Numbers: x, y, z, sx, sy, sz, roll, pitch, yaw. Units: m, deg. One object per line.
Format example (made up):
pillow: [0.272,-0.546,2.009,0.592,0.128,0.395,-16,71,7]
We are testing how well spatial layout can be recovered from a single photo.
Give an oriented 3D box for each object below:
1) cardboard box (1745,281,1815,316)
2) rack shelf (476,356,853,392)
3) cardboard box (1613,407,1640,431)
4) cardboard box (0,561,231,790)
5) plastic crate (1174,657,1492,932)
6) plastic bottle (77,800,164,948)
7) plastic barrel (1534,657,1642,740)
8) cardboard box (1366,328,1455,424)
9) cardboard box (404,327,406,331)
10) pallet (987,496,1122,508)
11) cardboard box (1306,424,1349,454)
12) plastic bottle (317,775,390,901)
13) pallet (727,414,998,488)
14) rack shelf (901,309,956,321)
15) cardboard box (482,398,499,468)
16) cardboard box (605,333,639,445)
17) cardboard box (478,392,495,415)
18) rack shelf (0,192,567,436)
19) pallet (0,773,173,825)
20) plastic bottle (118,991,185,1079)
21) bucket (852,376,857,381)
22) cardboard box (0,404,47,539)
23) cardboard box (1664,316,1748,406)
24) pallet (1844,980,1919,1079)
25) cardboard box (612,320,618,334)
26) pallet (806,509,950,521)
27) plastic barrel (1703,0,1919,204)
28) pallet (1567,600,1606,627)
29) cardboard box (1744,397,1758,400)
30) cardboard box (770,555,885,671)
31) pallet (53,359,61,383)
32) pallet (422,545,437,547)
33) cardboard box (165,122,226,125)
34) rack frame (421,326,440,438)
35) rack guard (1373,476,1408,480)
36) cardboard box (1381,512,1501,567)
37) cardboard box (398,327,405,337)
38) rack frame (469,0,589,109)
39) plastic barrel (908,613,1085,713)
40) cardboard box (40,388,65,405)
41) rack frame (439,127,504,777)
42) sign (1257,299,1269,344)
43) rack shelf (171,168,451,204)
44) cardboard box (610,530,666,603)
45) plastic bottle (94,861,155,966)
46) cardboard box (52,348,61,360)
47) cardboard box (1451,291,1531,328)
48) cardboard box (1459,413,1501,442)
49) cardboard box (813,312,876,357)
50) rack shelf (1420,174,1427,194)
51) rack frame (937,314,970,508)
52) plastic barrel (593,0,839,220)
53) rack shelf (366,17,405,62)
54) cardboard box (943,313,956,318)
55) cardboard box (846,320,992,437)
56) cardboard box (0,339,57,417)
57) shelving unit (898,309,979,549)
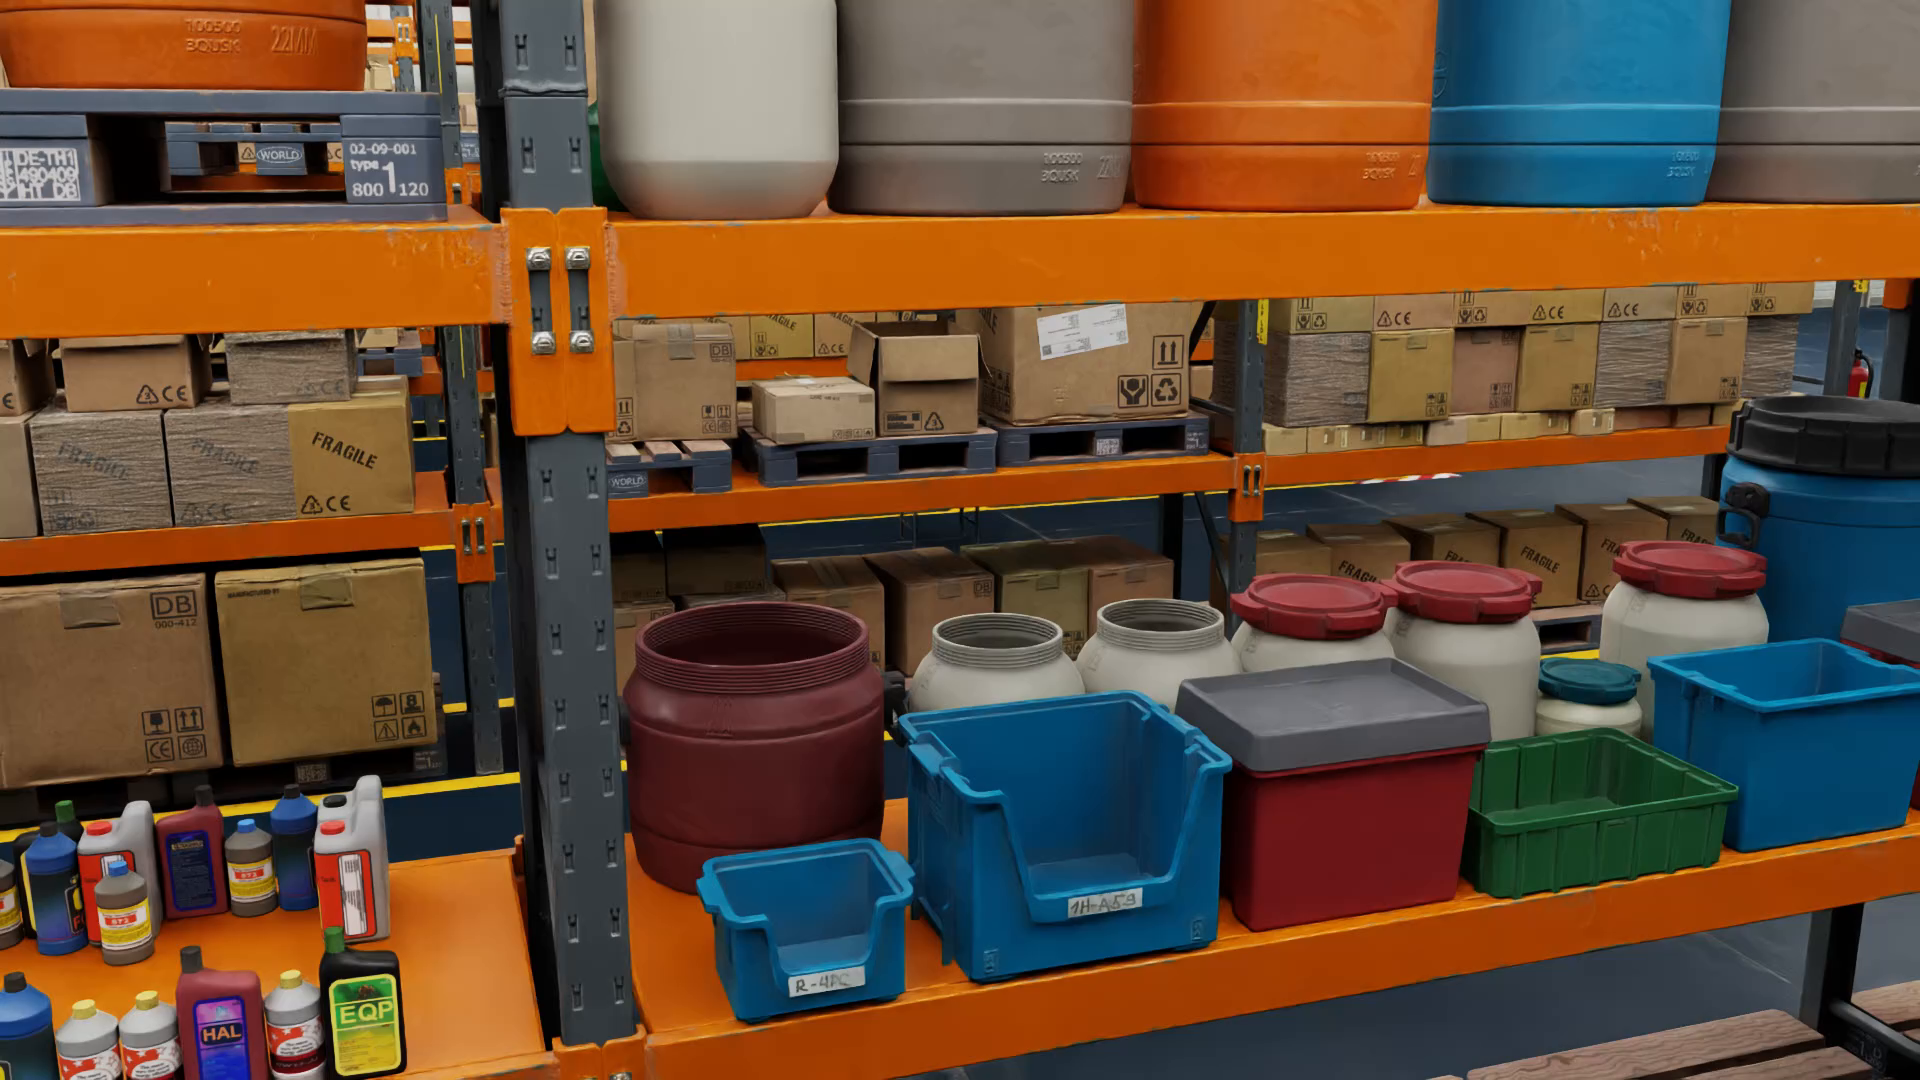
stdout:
cardboard box: [4.741,-1.622,9.960,0.500,0.500,0.500,-4,14,-18]
rack shelf: [-1.989,-1.339,13.346,4.000,0.370,1.077,-4,14,-18]
cardboard box: [3.800,-0.753,9.867,0.250,0.149,0.380,-4,14,-18]
cardboard box: [-3.906,0.493,7.771,0.875,0.875,1.225,-4,14,-18]
plastic crate: [0.810,0.557,3.683,0.583,0.464,0.402,-4,14,-18]
plastic bottle: [-1.770,0.695,3.506,0.135,0.276,0.152,-4,14,-18]
plastic barrel: [1.669,0.476,4.459,0.301,0.262,0.301,0,13,0]
cardboard box: [2.324,-0.984,9.438,0.500,0.500,0.875,-4,14,-18]
cardboard box: [-7.478,-2.618,21.662,0.500,0.500,0.500,-4,14,-16]
pallet: [0.652,-0.519,14.370,1.213,0.211,1.003,-4,14,-18]
cardboard box: [1.934,-0.585,9.163,0.250,0.149,0.380,-4,14,-18]
plastic bottle: [-1.332,0.661,3.649,0.135,0.276,0.152,-4,14,-18]
pallet: [-0.535,-0.508,8.712,1.213,0.211,1.003,-4,14,-18]
rack shelf: [-0.157,-1.677,12.190,0.480,0.518,0.431,-4,14,-18]
cardboard box: [-3.279,-0.677,12.960,0.750,0.750,1.050,-5,14,-19]
cardboard box: [-1.899,-0.748,8.182,0.500,0.500,0.500,-6,15,-25]
cardboard box: [-5.020,-1.585,17.597,0.625,0.372,0.950,-5,14,-22]
rack shelf: [-2.714,-0.322,2.587,4.000,0.370,1.077,-4,14,-18]
pallet: [-4.324,1.041,7.810,1.213,0.211,1.003,-4,14,-18]
plastic bottle: [-1.400,0.881,2.884,0.097,0.201,0.097,0,13,0]
bucket: [-0.700,-1.500,16.255,0.620,0.611,0.726,-9,13,4]
cardboard box: [-4.235,-0.292,7.174,0.500,0.500,0.500,-4,14,-17]
cardboard box: [4.218,-1.132,10.063,0.500,0.500,0.875,-4,14,-18]
pallet: [3.622,1.661,5.205,1.213,0.211,1.003,-4,14,-18]
cardboard box: [-2.892,-1.602,12.682,0.500,0.500,0.500,-5,14,-19]
pallet: [-0.801,-0.407,13.897,1.213,0.211,1.003,-4,14,-18]
plastic barrel: [1.940,-1.225,3.746,0.600,0.901,0.600,0,13,0]
pallet: [4.331,0.377,10.600,1.213,0.211,1.003,-4,14,-18]
cardboard box: [4.742,-0.830,10.193,0.250,0.149,0.380,-4,14,-18]
cardboard box: [-0.713,0.415,8.869,0.500,0.500,0.700,-3,14,-13]
pallet: [-6.905,-1.178,11.527,1.213,0.211,1.003,-4,14,-18]
pallet: [-4.626,-0.128,12.724,1.213,0.211,1.003,-4,14,-18]
cardboard box: [-5.290,-2.876,11.554,0.500,0.500,0.500,-4,14,-18]
rack frame: [-5.559,-2.620,17.175,0.127,3.000,1.000,-4,14,-18]
rack guard: [3.720,-0.918,15.421,0.348,0.500,1.175,-4,14,-18]
cardboard box: [2.888,0.142,10.057,0.500,0.500,0.500,-6,15,-23]
cardboard box: [-4.373,-1.635,12.670,0.250,0.149,0.380,-5,14,-19]
rack frame: [-0.819,-2.279,2.777,0.127,3.000,1.000,-4,14,-18]
plastic barrel: [0.088,0.463,3.974,0.421,0.512,0.421,0,13,0]
cardboard box: [-4.393,-0.405,7.649,0.500,0.500,0.500,-4,14,-18]
rack frame: [-2.398,-0.446,8.038,0.127,3.000,1.000,-4,14,-18]
sign: [1.573,-1.184,8.634,0.005,0.325,0.100,-4,14,-18]
rack shelf: [-4.294,-1.408,7.153,4.000,0.370,1.077,-4,14,-18]
cardboard box: [-1.773,0.135,8.425,0.500,0.250,0.500,-4,14,-16]
plastic bottle: [-1.713,0.758,3.405,0.097,0.201,0.097,0,13,0]
cardboard box: [-6.177,-1.333,11.402,0.250,0.149,0.380,-5,14,-21]
cardboard box: [2.848,-1.473,9.334,0.500,0.500,0.500,-4,14,-18]
cardboard box: [2.869,-0.667,9.508,0.250,0.149,0.380,-4,14,-18]
cardboard box: [-0.982,-1.751,13.307,0.500,0.500,0.500,-5,14,-19]
rack shelf: [3.288,-1.999,9.636,4.000,0.370,1.077,-4,14,-18]
rack frame: [-0.093,-1.837,13.884,0.127,3.000,1.000,-4,14,-18]
plastic barrel: [-0.427,-0.830,2.925,0.421,0.512,0.421,0,13,0]
rack shelf: [-7.455,-4.846,15.990,4.000,0.370,1.077,-4,14,-18]
cardboard box: [0.252,-1.940,13.992,0.550,0.550,0.875,-4,14,-18]
cardboard box: [-0.221,-0.848,8.595,0.637,0.503,0.797,-3,14,-12]
cardboard box: [-4.349,-0.834,7.284,0.637,0.503,0.797,-4,14,-16]
shelving unit: [-0.157,-1.009,12.348,0.503,2.100,0.431,-4,14,-18]
